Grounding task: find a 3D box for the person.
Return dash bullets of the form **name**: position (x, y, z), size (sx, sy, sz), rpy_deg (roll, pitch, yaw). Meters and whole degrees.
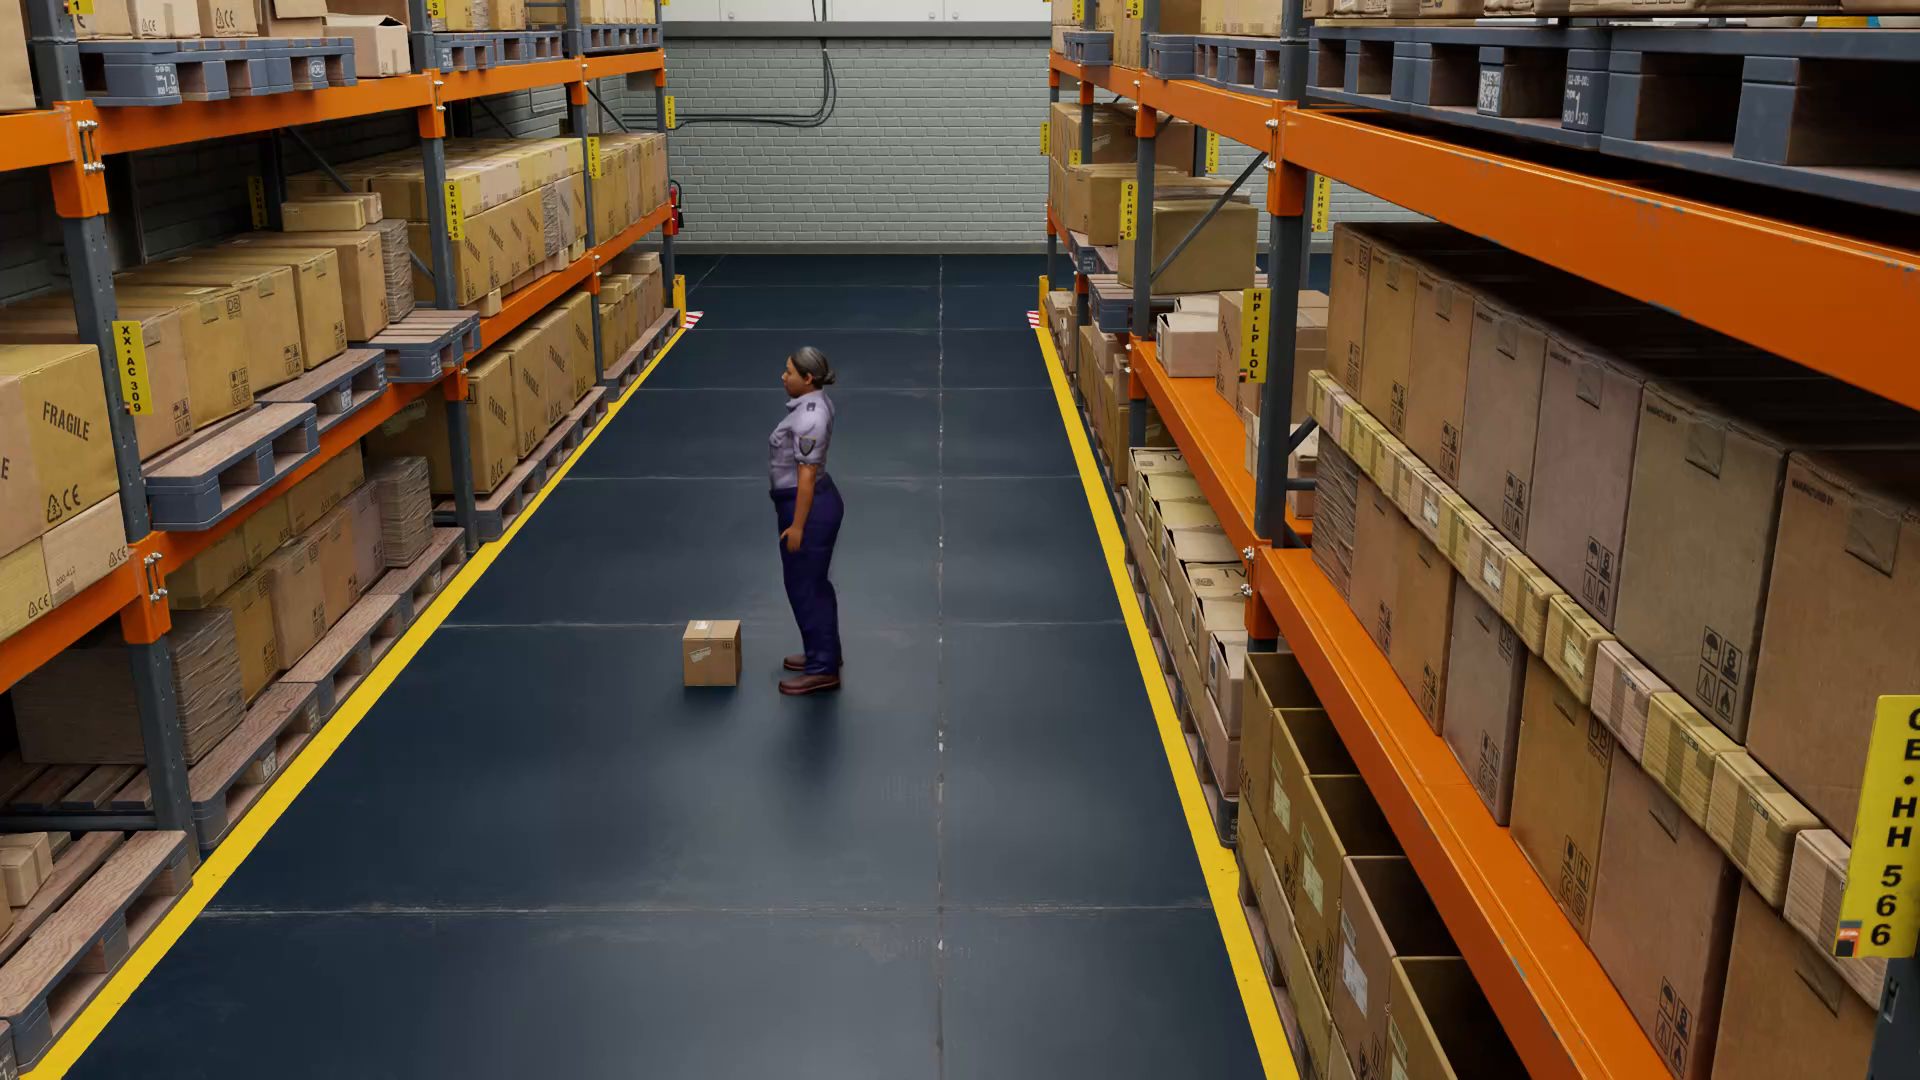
- **person**: position (-0.740, -0.106, 7.927), size (0.330, 1.653, 0.469), rpy_deg (0, 17, 1)
